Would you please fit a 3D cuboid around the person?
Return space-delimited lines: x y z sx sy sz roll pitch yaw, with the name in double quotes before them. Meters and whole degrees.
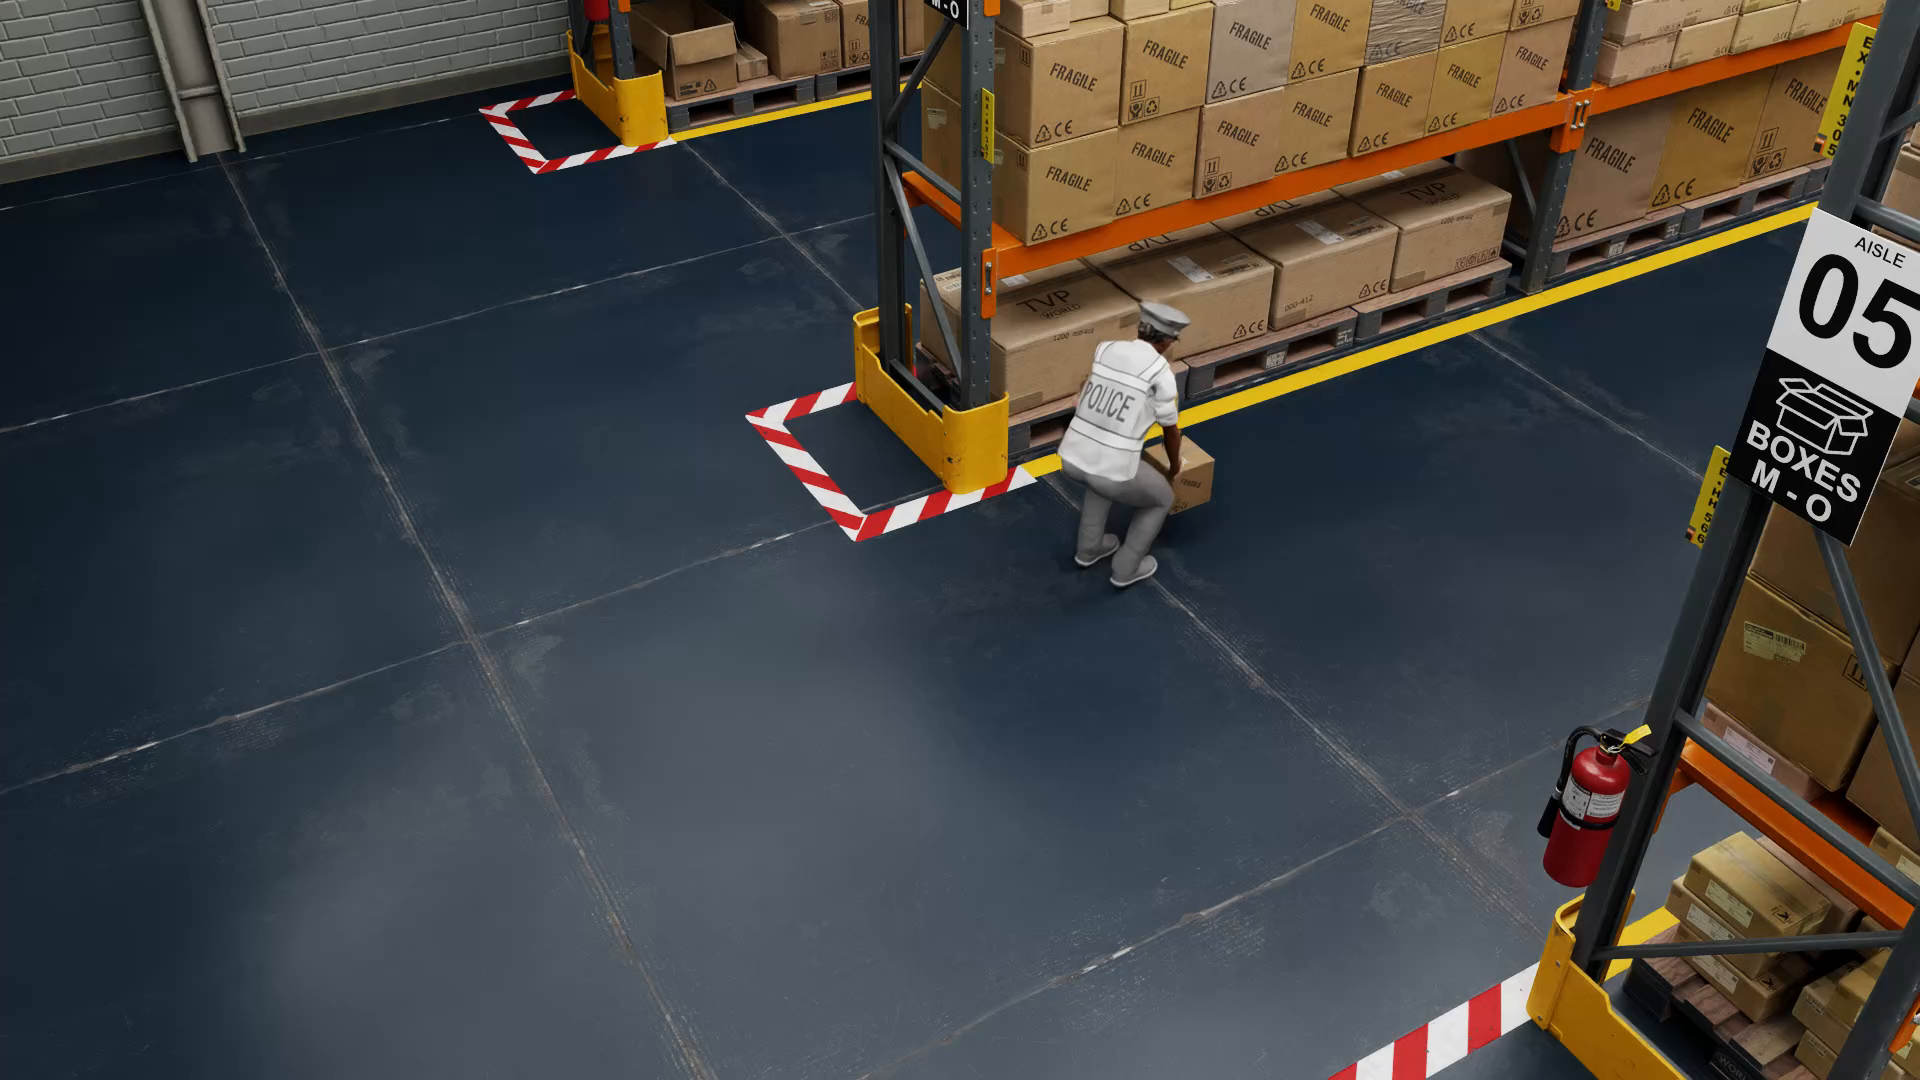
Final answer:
"person" 0.760 -0.437 7.788 0.497 1.333 0.738 31 47 34
